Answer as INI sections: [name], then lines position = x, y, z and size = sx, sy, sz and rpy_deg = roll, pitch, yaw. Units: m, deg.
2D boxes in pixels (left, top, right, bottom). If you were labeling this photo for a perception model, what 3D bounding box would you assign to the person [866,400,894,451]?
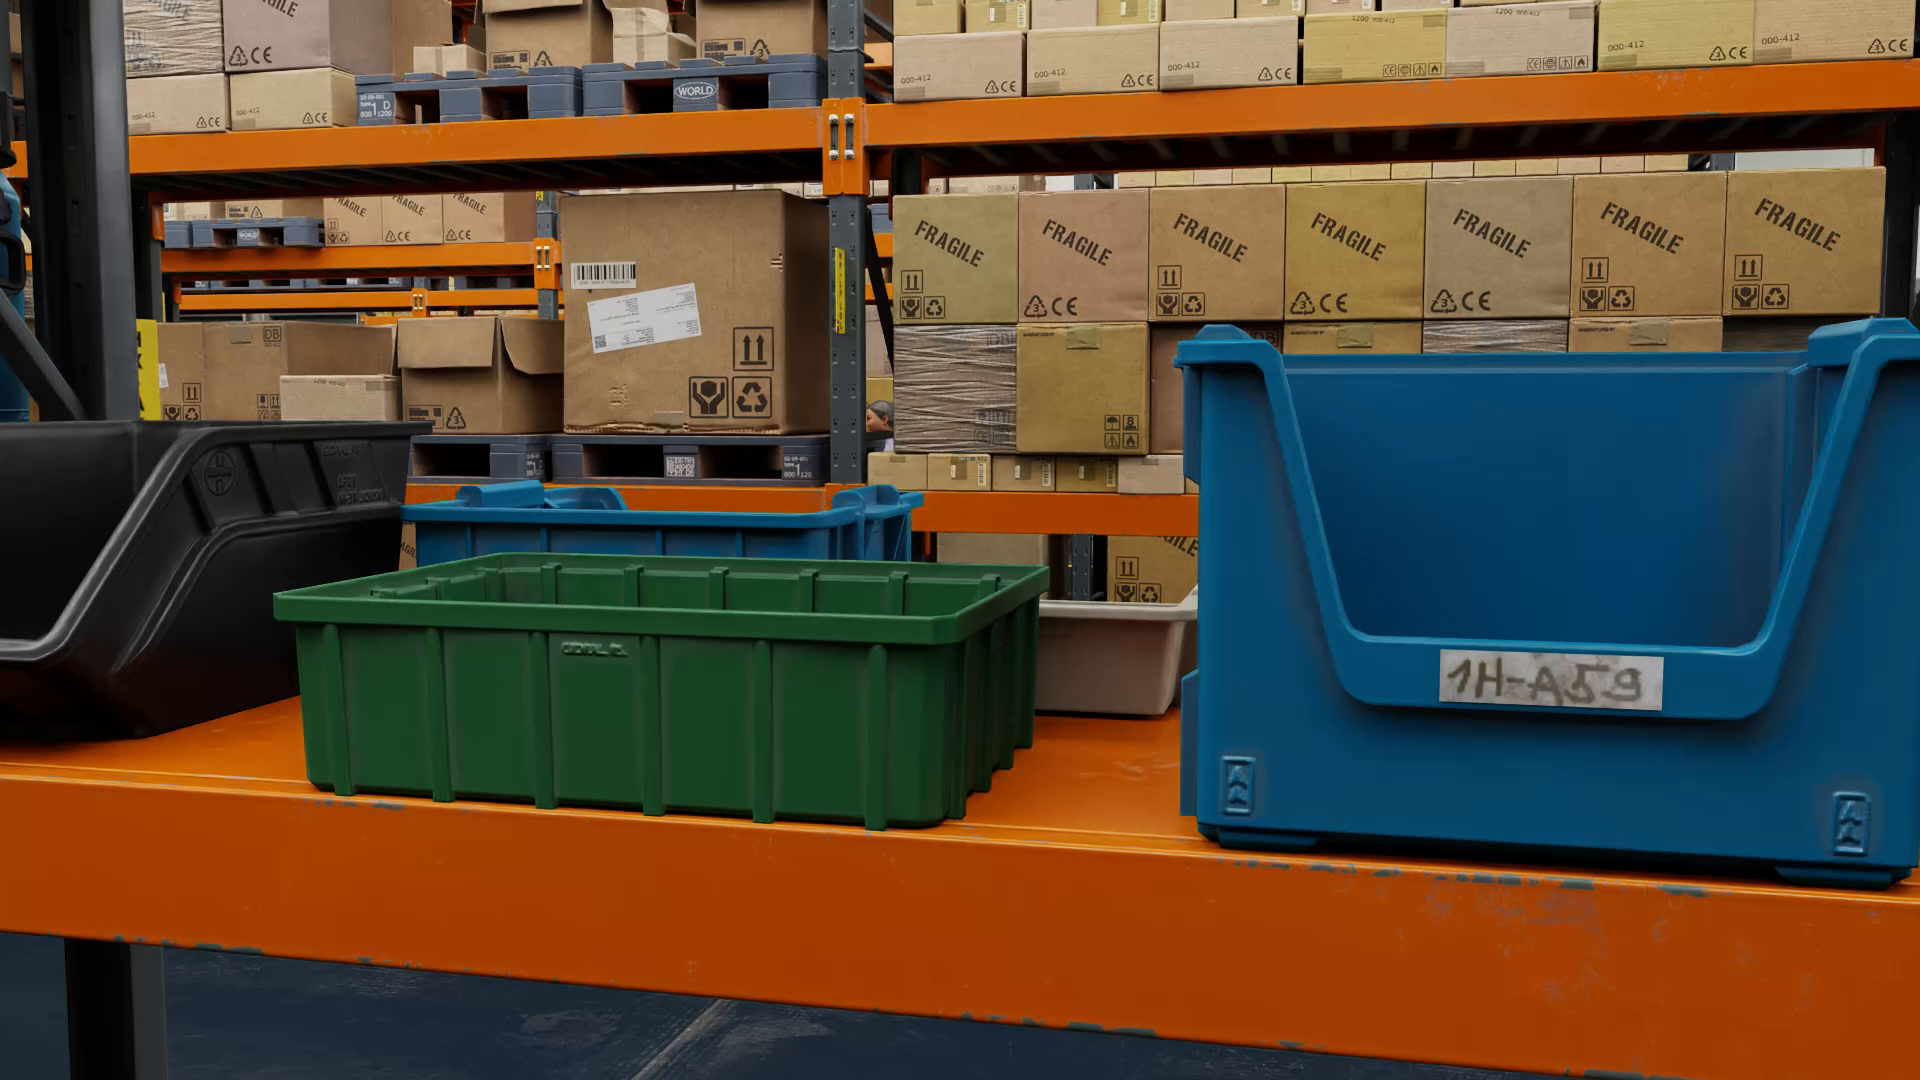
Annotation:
[person]
position = -0.496, -0.043, 10.297
size = 0.574, 1.642, 0.483
rpy_deg = -2, 5, -23
